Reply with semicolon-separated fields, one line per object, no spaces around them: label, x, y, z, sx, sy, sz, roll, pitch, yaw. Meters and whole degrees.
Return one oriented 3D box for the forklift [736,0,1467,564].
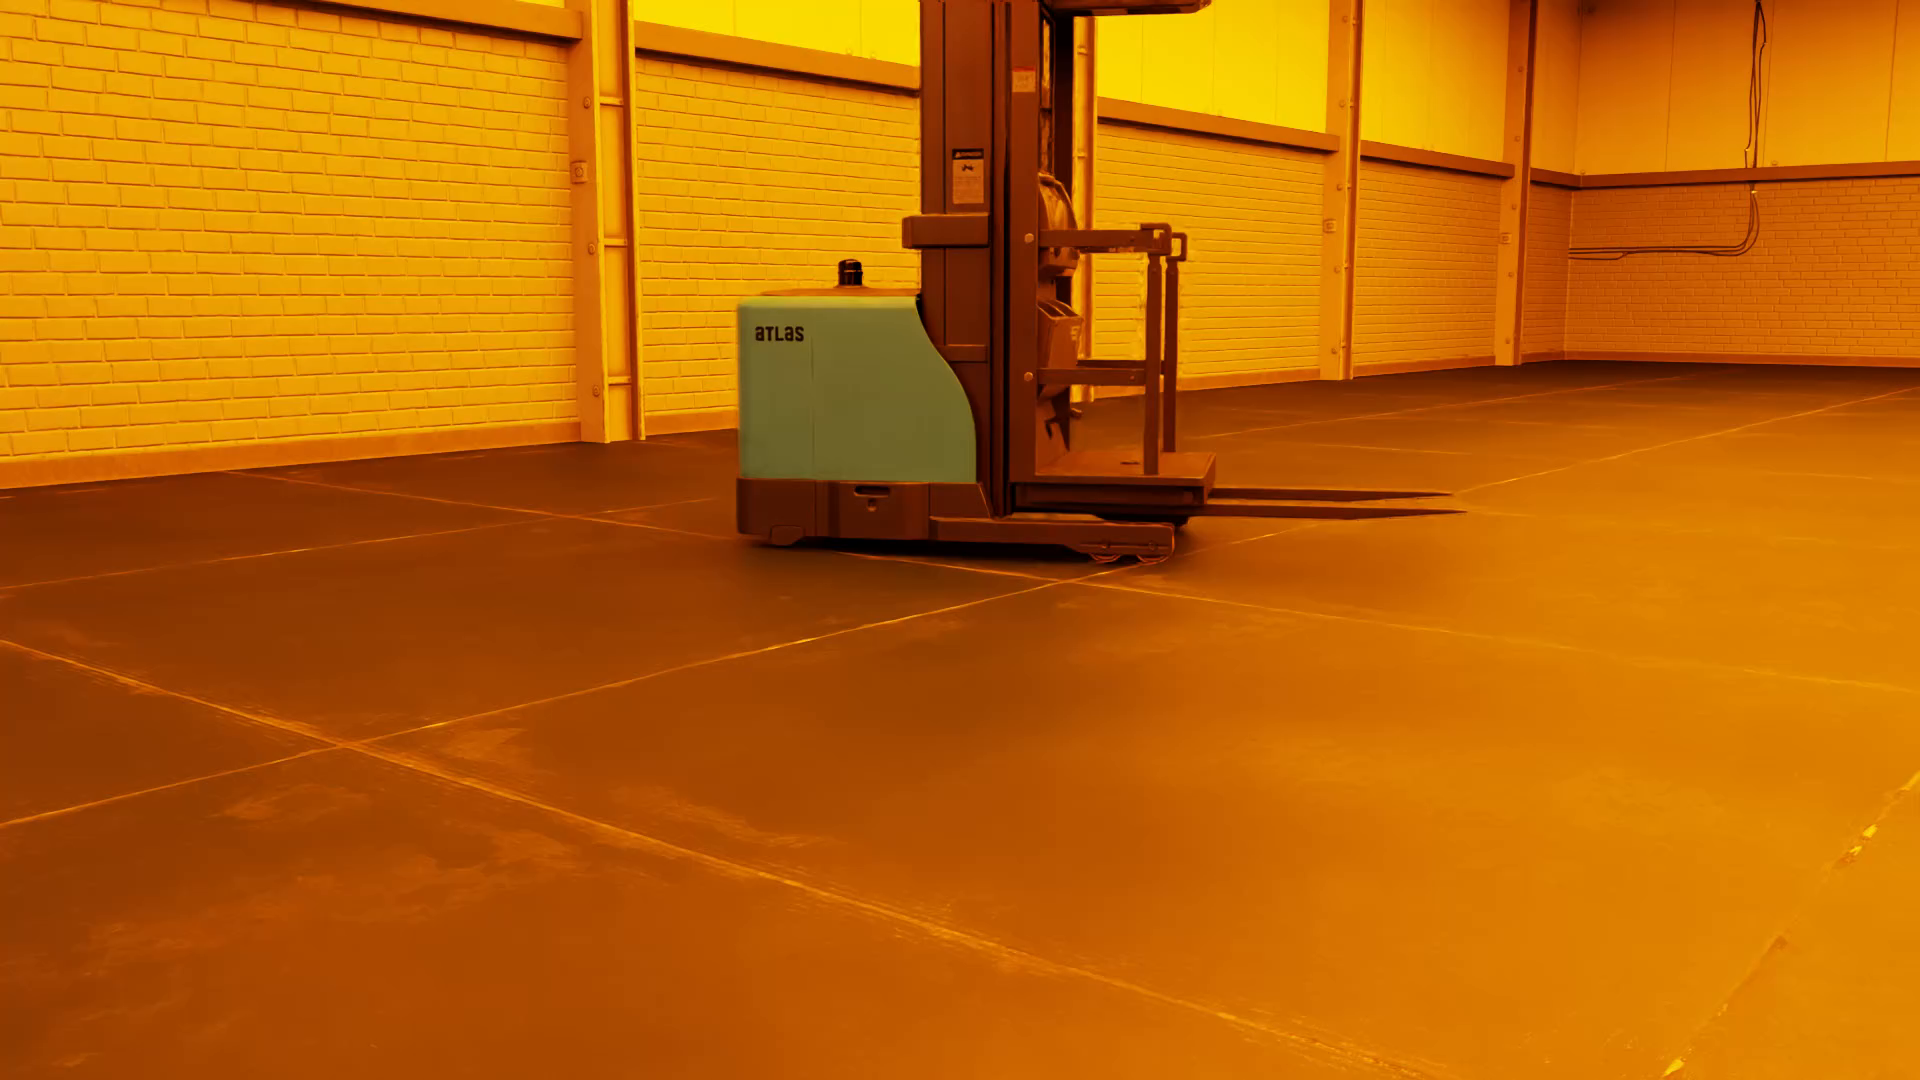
forklift;0.609;-1.435;7.089;3.031;2.935;1.130;2;8;11
